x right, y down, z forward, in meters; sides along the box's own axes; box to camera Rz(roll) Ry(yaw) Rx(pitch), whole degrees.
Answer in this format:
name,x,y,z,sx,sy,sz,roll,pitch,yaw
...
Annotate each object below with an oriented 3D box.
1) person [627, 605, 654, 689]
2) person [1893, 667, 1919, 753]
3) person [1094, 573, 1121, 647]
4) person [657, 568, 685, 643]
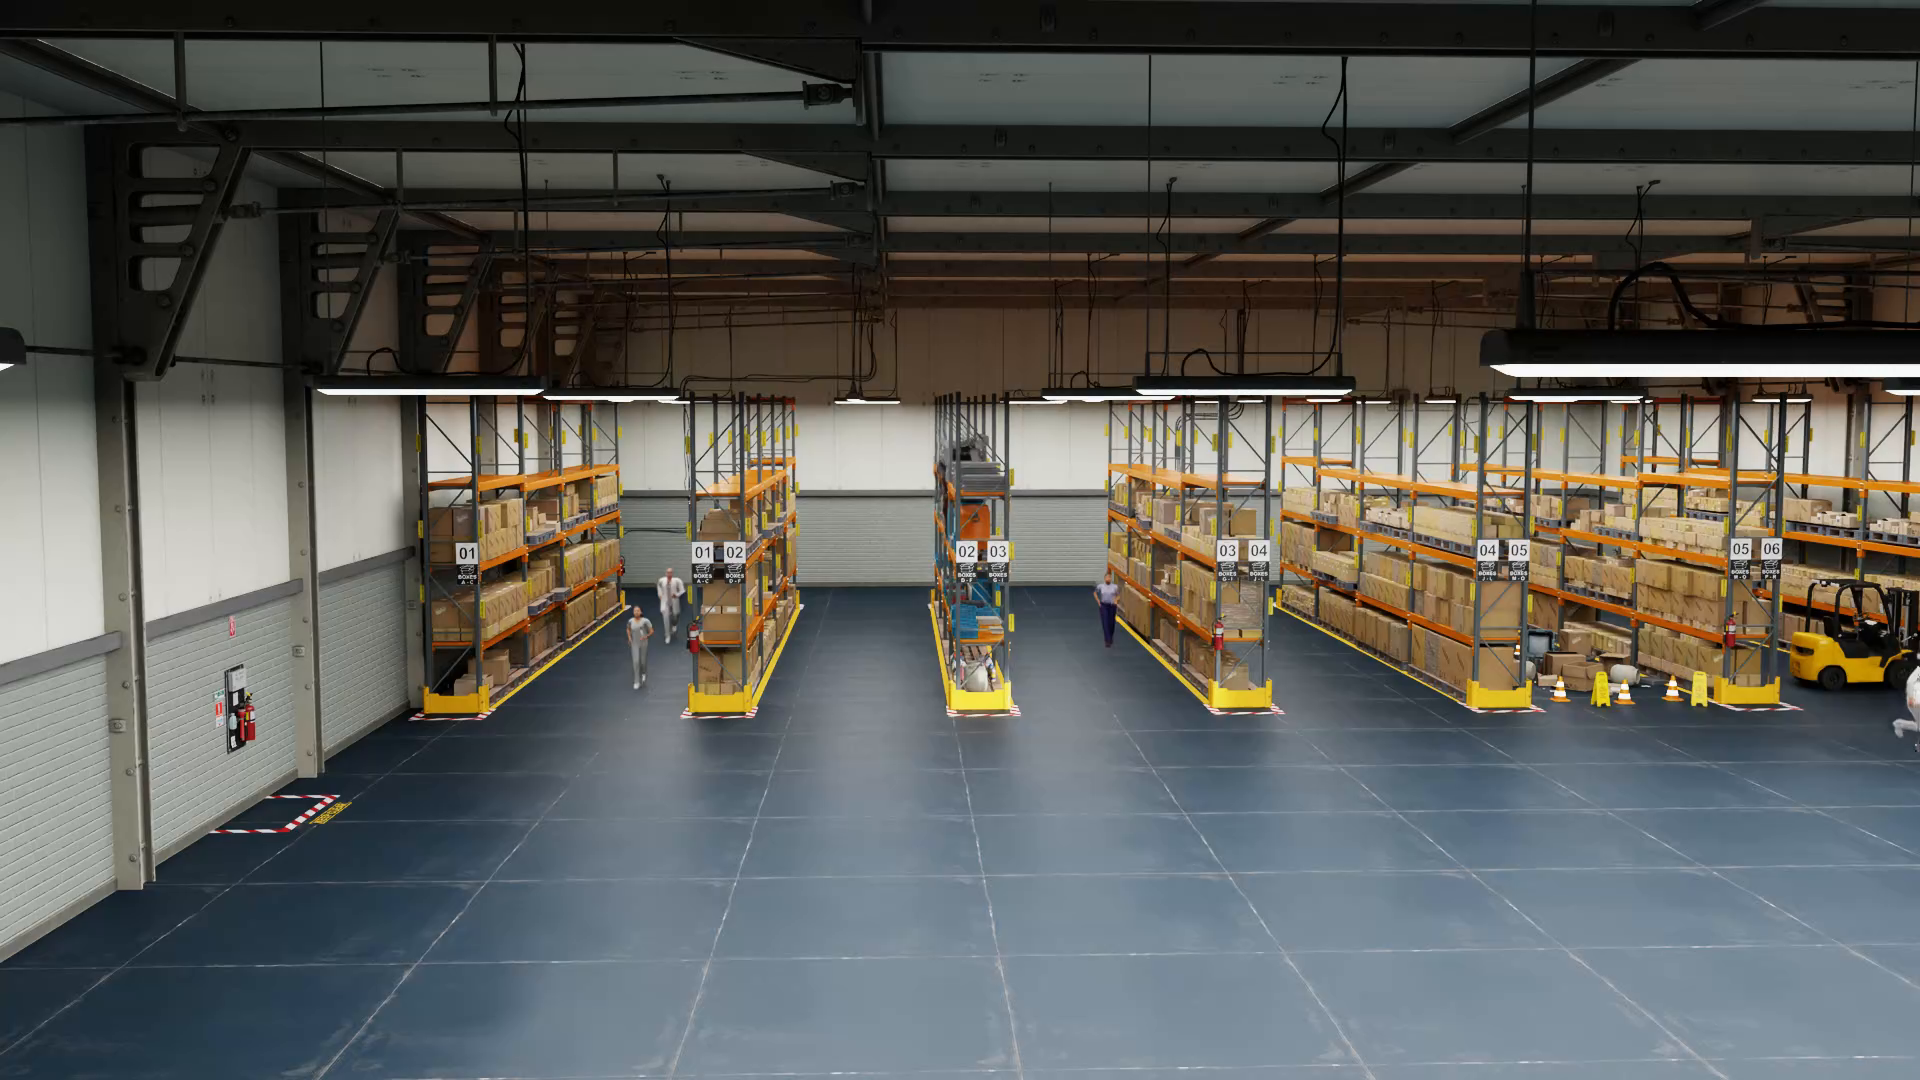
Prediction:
name,x,y,z,sx,sy,sz,roll,pitch,yaw
person,-6.515,2.151,33.872,0.562,1.665,0.891,0,5,-2
person,15.843,2.681,27.493,0.683,1.739,0.706,-3,6,-34
person,3.373,1.588,38.005,0.613,1.671,0.661,0,5,-3
person,-7.097,1.586,40.853,0.674,1.806,1.201,-1,5,-7
